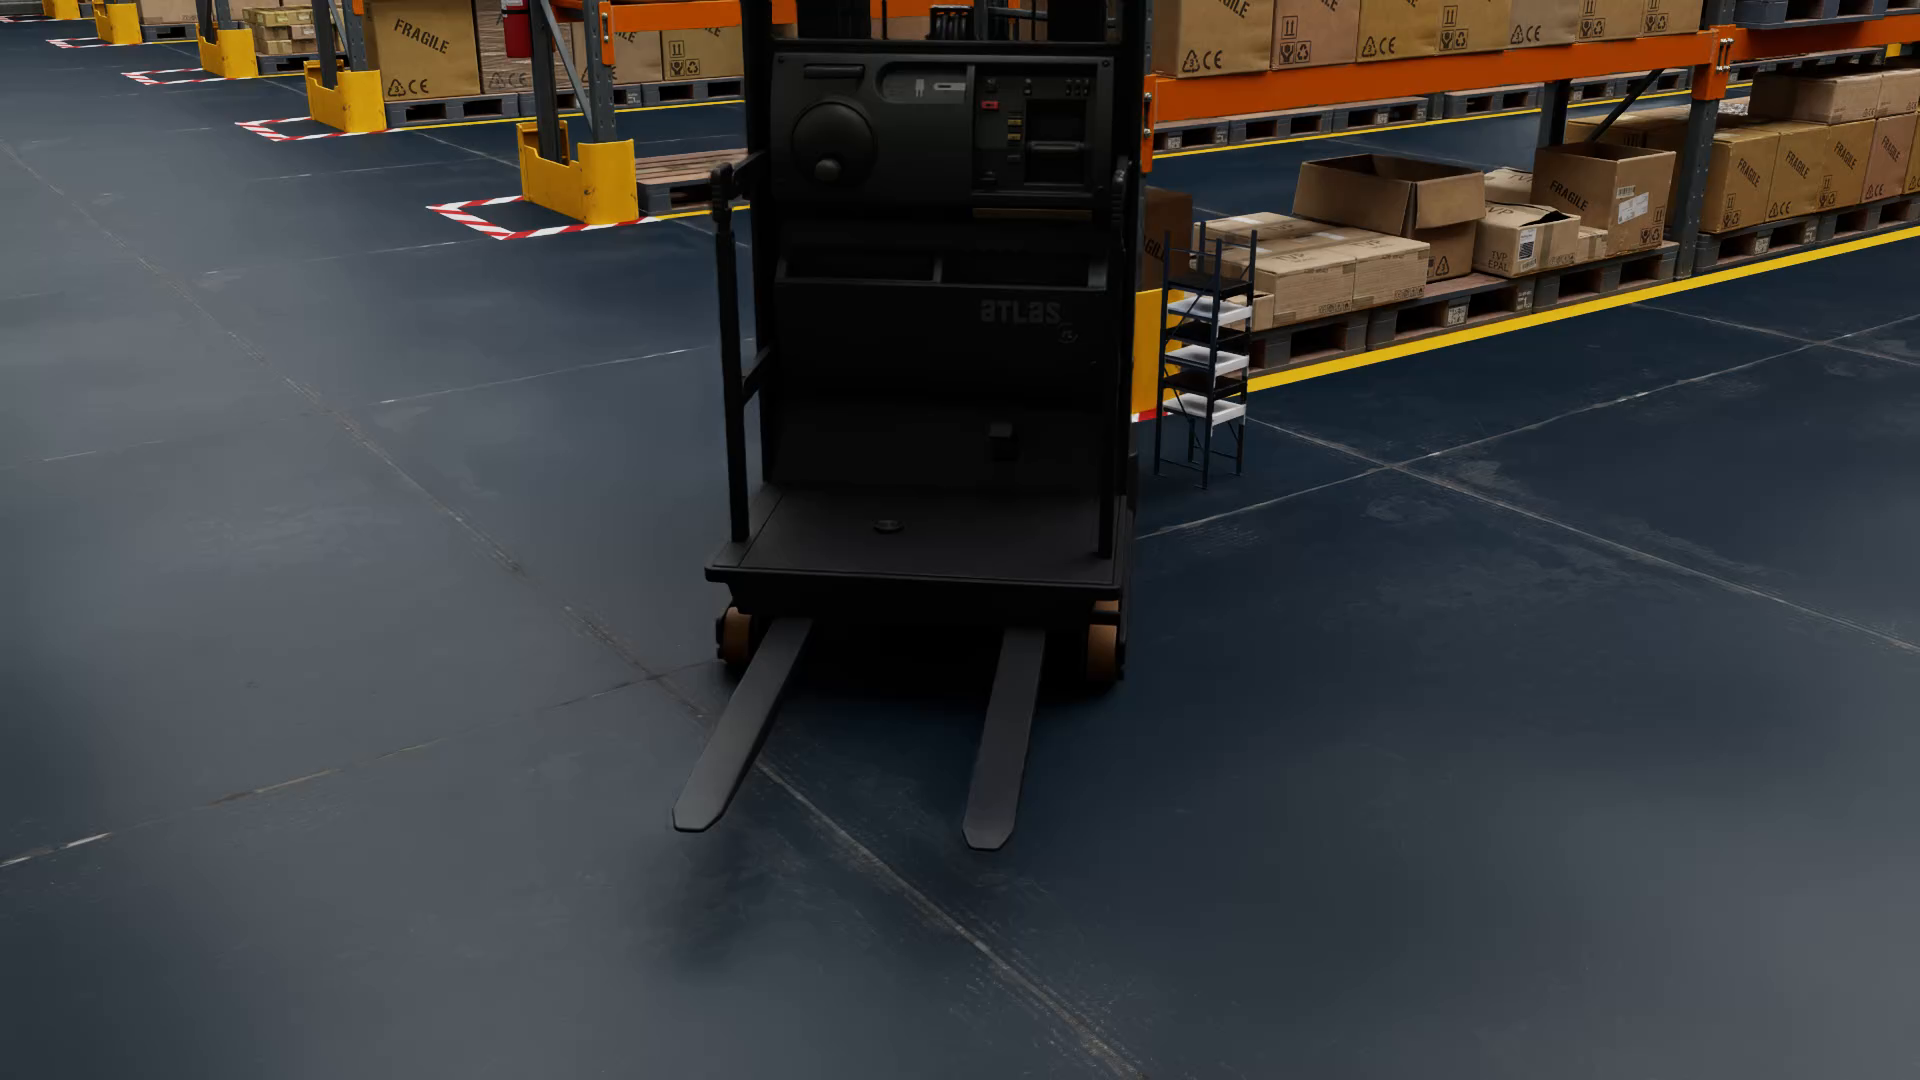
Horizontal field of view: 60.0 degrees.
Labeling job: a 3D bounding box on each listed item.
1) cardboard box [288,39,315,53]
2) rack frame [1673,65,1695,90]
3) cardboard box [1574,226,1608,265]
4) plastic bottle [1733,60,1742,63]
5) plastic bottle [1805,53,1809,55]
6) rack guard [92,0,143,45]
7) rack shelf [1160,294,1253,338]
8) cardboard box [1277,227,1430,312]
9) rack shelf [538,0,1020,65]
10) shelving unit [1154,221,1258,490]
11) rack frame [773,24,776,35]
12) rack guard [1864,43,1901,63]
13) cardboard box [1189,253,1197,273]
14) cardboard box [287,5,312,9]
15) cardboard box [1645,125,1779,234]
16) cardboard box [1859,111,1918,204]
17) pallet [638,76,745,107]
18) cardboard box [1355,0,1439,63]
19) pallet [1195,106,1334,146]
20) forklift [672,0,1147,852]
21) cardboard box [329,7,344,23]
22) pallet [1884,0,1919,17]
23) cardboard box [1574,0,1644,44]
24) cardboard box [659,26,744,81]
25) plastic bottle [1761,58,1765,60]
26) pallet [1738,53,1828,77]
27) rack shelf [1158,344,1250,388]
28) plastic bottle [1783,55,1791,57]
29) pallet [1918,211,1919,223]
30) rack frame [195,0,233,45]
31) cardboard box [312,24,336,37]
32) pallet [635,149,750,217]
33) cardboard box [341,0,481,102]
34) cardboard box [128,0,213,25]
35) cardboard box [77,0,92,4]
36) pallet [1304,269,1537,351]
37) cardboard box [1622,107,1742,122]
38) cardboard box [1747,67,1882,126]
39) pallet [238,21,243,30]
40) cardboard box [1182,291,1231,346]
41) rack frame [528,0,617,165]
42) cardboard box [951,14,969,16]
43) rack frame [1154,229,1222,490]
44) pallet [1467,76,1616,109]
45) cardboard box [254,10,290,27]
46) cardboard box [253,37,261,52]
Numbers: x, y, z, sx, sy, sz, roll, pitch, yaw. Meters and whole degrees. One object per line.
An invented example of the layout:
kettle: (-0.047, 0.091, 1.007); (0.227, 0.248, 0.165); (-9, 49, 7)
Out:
cardboard box: (-7.424, -5.555, 18.645); (0.250, 0.149, 0.380); (-15, 26, -33)
rack frame: (7.247, -6.179, 16.928); (0.127, 3.000, 1.000); (-15, 26, -33)
cardboard box: (3.077, -1.529, 8.528); (0.250, 0.149, 0.380); (-15, 26, -33)
plastic bottle: (8.144, -5.203, 17.463); (0.185, 0.351, 0.144); (-14, 26, -31)
plastic bottle: (9.259, -5.420, 18.208); (0.097, 0.201, 0.097); (0, 22, 0)
rack guard: (-11.194, -6.887, 22.075); (0.348, 0.500, 1.175); (-15, 26, -33)
rack shelf: (0.869, -0.792, 5.864); (0.258, 0.077, 0.200); (20, 29, 41)
cardboard box: (1.815, -1.267, 7.734); (0.500, 0.250, 0.500); (-15, 26, -33)
rack shelf: (-0.870, -3.681, 11.637); (4.000, 0.370, 1.077); (-15, 26, -33)
shelving unit: (0.869, -0.655, 5.918); (0.258, 0.900, 0.210); (20, 29, 41)
rack frame: (-2.140, -5.938, 16.323); (0.127, 3.000, 1.000); (-15, 26, -33)
rack guard: (10.460, -5.853, 19.485); (0.348, 0.500, 1.175); (-15, 26, -33)
cardboard box: (1.075, -1.232, 7.759); (0.250, 0.166, 0.380); (-15, 26, -33)
cardboard box: (-7.546, -6.055, 19.095); (0.250, 0.149, 0.380); (-16, 27, -34)
cardboard box: (4.178, -2.031, 9.313); (0.500, 0.500, 0.500); (-16, 27, -35)
cardboard box: (5.425, -2.365, 10.150); (0.500, 0.500, 0.500); (-16, 27, -35)
pallet: (-2.803, -4.501, 16.486); (1.213, 0.211, 1.003); (-15, 26, -33)
cardboard box: (1.735, -2.375, 7.260); (0.500, 0.500, 0.500); (-15, 26, -33)
pallet: (2.395, -3.573, 14.158); (1.213, 0.211, 1.003); (-15, 26, -33)
forklift: (-0.075, -1.105, 4.305); (1.130, 2.935, 3.031); (3, 22, 6)
cardboard box: (-6.992, -5.935, 18.793); (0.250, 0.149, 0.380); (-16, 27, -35)
pallet: (5.314, -3.311, 9.999); (1.213, 0.211, 1.003); (-15, 26, -33)
cardboard box: (2.969, -2.706, 8.089); (0.500, 0.500, 0.500); (-14, 26, -31)
cardboard box: (-2.722, -5.027, 16.341); (0.875, 0.875, 0.875); (-15, 26, -33)
plastic bottle: (8.541, -5.229, 17.729); (0.097, 0.201, 0.097); (0, 22, 0)
pallet: (8.808, -5.282, 18.444); (1.213, 0.211, 1.003); (-15, 26, -33)
rack shelf: (0.869, -0.624, 5.931); (0.258, 0.077, 0.200); (20, 29, 41)
plastic bottle: (8.926, -5.379, 18.003); (0.135, 0.276, 0.152); (-16, 27, -34)
pallet: (6.262, -2.377, 11.162); (1.213, 0.211, 1.003); (-15, 26, -33)
rack frame: (-8.201, -6.586, 17.948); (0.127, 3.000, 1.000); (-15, 26, -33)
cardboard box: (-7.224, -5.753, 18.739); (0.250, 0.149, 0.380); (-15, 26, -32)
pallet: (-1.802, -2.453, 11.354); (1.213, 0.211, 1.003); (-15, 26, -33)
cardboard box: (-4.914, -4.443, 14.877); (0.875, 0.875, 0.875); (-15, 26, -33)
cardboard box: (-10.697, -7.231, 22.455); (0.875, 0.438, 0.875); (-16, 27, -35)
cardboard box: (-13.524, -8.685, 26.010); (0.637, 0.503, 0.797); (-16, 27, -35)
pallet: (2.094, -1.247, 8.332); (1.213, 0.211, 1.003); (-15, 26, -33)
cardboard box: (4.282, -2.297, 9.980); (0.500, 0.500, 0.500); (-15, 26, -33)
cardboard box: (4.990, -2.596, 9.716); (0.500, 0.250, 0.500); (-15, 26, -33)
pallet: (-9.581, -7.217, 23.292); (1.213, 0.211, 1.003); (-15, 26, -33)
cardboard box: (0.936, -0.958, 7.097); (0.250, 0.149, 0.380); (-15, 26, -33)
rack frame: (-2.494, -3.582, 10.419); (0.127, 3.000, 1.000); (-15, 26, -33)
cardboard box: (-0.193, -5.678, 17.972); (0.875, 0.875, 1.225); (-15, 26, -33)
rack frame: (0.798, -0.628, 5.851); (0.240, 0.900, 0.006); (20, 29, 41)
pallet: (5.641, -4.437, 16.324); (1.213, 0.211, 1.003); (-15, 26, -33)
cardboard box: (-7.578, -5.744, 18.316); (0.250, 0.149, 0.380); (-16, 27, -35)
cardboard box: (-7.896, -5.634, 18.841); (0.250, 0.149, 0.380); (-14, 26, -32)
